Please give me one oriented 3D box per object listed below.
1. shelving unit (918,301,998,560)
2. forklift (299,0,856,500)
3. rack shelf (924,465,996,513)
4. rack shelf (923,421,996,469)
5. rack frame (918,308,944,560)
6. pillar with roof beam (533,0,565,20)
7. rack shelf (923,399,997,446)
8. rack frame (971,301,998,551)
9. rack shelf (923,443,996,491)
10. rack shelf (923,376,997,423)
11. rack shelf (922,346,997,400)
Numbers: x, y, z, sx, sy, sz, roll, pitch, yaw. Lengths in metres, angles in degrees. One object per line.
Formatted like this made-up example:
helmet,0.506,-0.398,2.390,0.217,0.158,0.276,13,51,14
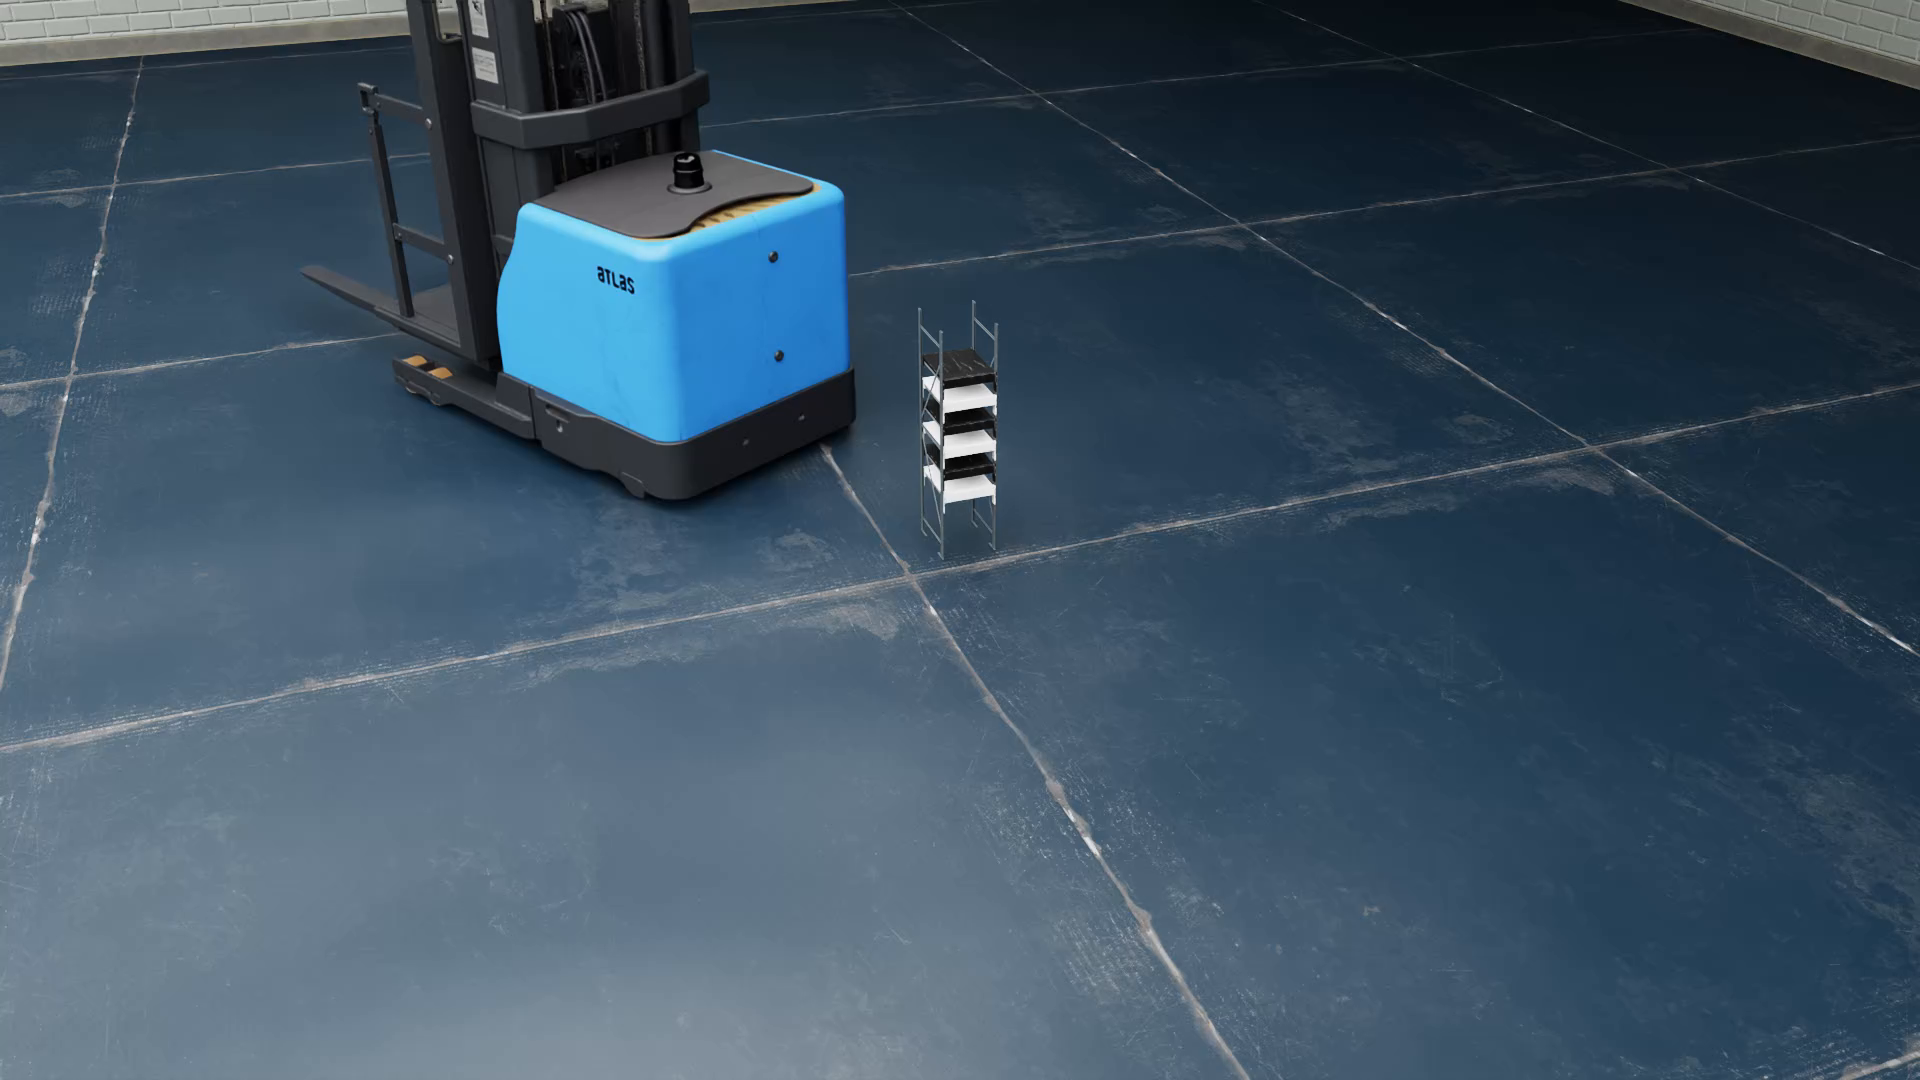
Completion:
shelving unit,-0.008,-0.390,6.025,0.210,0.900,0.258,-10,31,-18
forklift,-1.876,-2.032,6.856,3.031,2.935,1.130,24,37,35
rack shelf,-0.008,-0.204,6.130,0.200,0.077,0.258,-10,31,-18
rack shelf,-0.008,-0.361,6.041,0.200,0.077,0.258,-10,31,-18
rack frame,-0.103,-0.372,5.994,0.006,0.900,0.240,-10,31,-18
pillar with roof beam,-1.930,-6.103,7.871,0.400,9.000,9.100,-10,31,-18
rack shelf,-0.008,-0.439,5.997,0.200,0.077,0.258,-10,31,-18
rack frame,0.088,-0.407,6.056,0.006,0.900,0.240,-10,31,-18
rack shelf,-0.008,-0.282,6.086,0.200,0.077,0.258,-10,31,-18
rack shelf,-0.008,-0.517,5.952,0.200,0.077,0.258,-10,31,-18
rack shelf,-0.008,-0.595,5.908,0.200,0.077,0.258,-10,31,-18
